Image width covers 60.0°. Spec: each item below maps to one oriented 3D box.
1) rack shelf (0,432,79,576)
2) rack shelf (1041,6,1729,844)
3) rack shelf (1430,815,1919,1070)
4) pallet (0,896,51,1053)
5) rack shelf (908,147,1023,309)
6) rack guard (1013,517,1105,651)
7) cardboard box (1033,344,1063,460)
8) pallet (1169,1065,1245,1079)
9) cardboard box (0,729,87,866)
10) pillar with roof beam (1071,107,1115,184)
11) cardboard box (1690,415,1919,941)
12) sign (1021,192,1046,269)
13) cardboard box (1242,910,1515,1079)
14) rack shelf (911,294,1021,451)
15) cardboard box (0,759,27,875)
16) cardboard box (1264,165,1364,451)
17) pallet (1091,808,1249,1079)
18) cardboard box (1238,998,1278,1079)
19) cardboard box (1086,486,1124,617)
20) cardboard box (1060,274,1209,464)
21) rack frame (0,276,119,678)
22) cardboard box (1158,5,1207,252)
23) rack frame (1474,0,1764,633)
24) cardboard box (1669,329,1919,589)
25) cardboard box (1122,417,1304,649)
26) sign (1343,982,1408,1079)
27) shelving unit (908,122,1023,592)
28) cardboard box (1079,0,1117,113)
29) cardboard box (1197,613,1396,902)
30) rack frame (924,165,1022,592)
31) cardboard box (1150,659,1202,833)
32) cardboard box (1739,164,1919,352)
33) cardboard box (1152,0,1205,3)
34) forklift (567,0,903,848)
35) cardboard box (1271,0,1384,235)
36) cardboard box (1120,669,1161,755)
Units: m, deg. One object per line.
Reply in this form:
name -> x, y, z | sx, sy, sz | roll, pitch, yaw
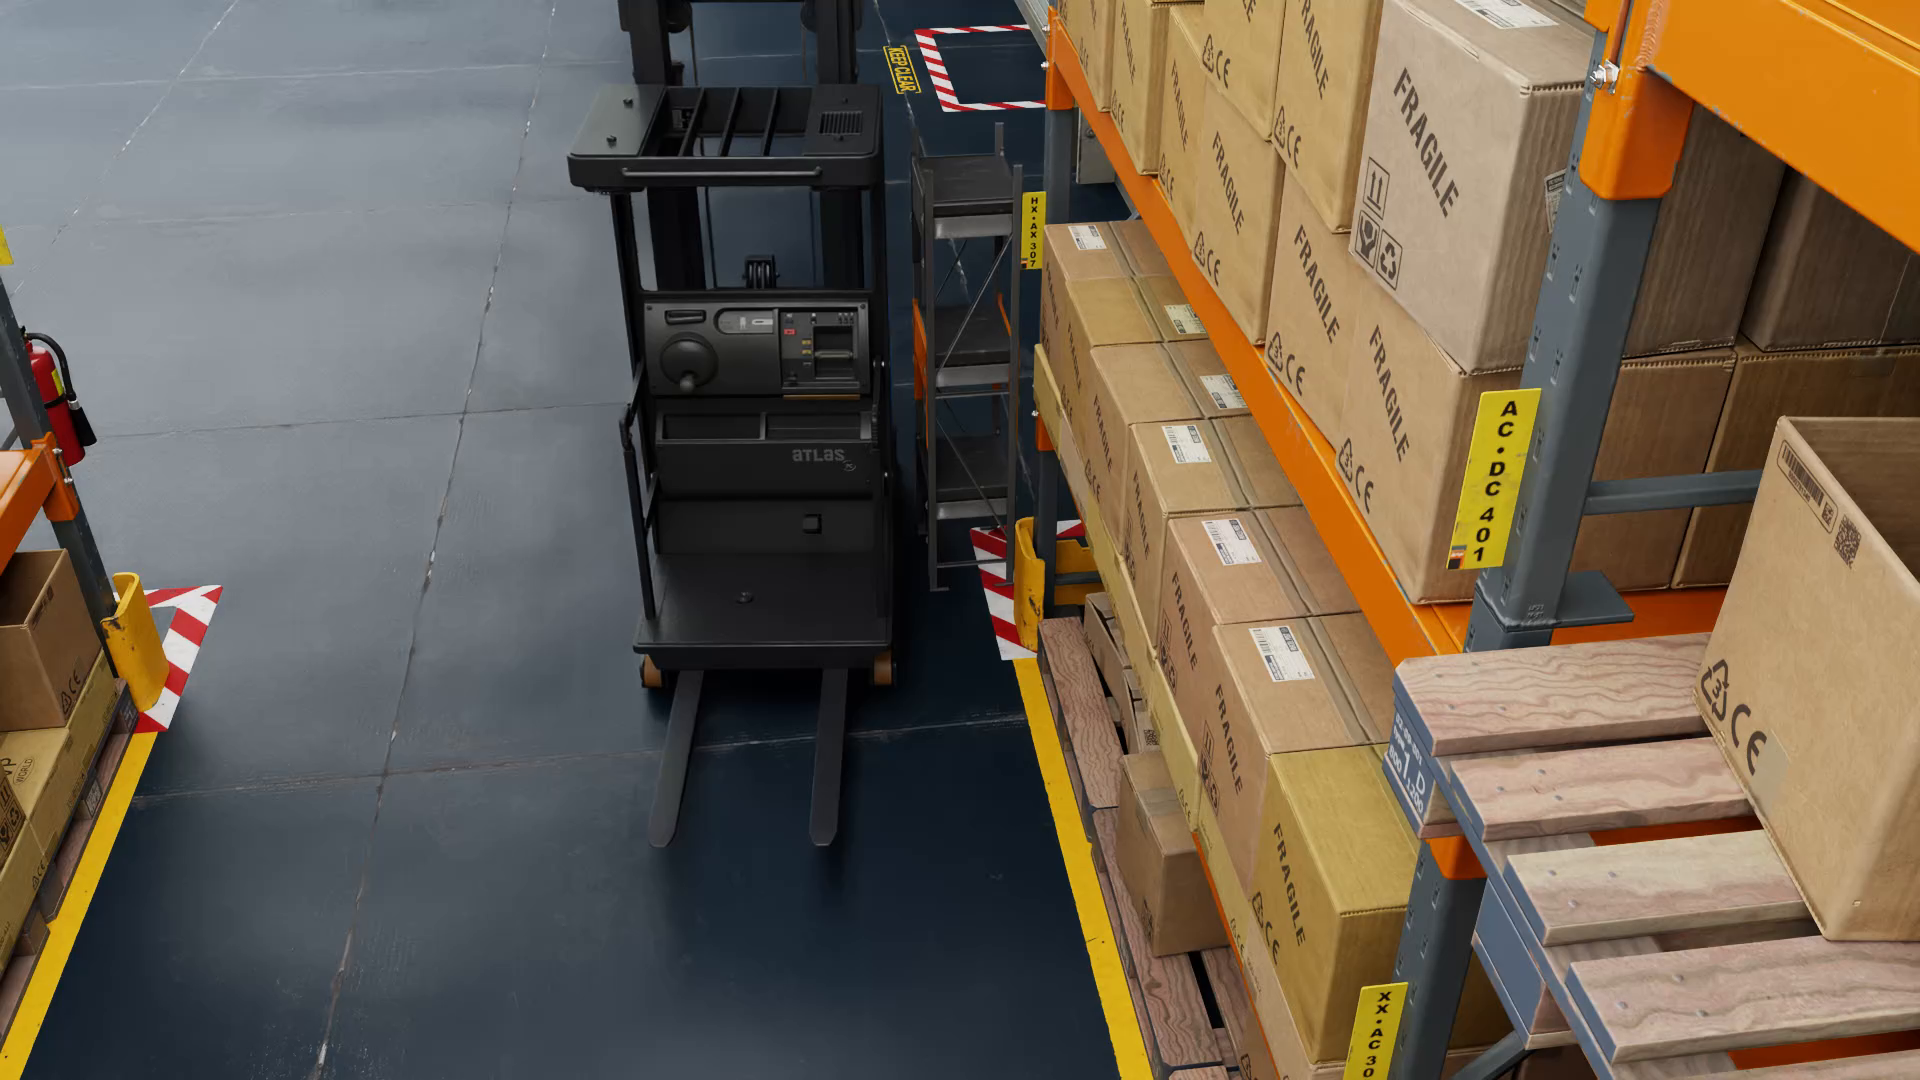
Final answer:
rack shelf -> -3.806, 0.876, 4.940 | 1.077, 0.370, 4.000 | -4, 35, -6
rack shelf -> 1.102, -0.741, 4.649 | 1.077, 0.370, 4.000 | -4, 35, -6
rack shelf -> 1.640, 1.491, 1.373 | 1.077, 0.370, 4.000 | -4, 35, -6
pallet -> -3.770, 1.718, 5.542 | 1.003, 0.211, 1.213 | -4, 35, -6
rack shelf -> 0.022, -1.343, 7.137 | 0.431, 0.518, 0.480 | -4, 35, -6
rack guard -> 0.843, 0.161, 7.570 | 1.175, 0.500, 0.348 | -4, 35, -6
cardboard box -> 0.584, -0.565, 6.530 | 0.500, 0.250, 0.500 | -5, 35, -8
pallet -> 1.246, 2.098, 4.984 | 1.003, 0.211, 1.213 | -4, 35, -6
cardboard box -> -3.631, 0.980, 6.217 | 0.500, 0.250, 0.500 | -4, 35, -6
pillar with roof beam -> -3.288, -6.091, 9.197 | 9.100, 9.000, 0.400 | -4, 35, -6
cardboard box -> 1.365, 0.174, 2.205 | 0.500, 0.500, 0.500 | 0, 34, 0
sign -> 0.295, -1.231, 6.624 | 0.100, 0.325, 0.005 | -4, 35, -6
cardboard box -> 1.007, 1.130, 4.044 | 0.500, 0.250, 0.500 | -4, 35, -6
rack shelf -> 0.022, -0.764, 7.531 | 0.431, 0.518, 0.480 | -4, 35, -6
cardboard box -> -3.559, 0.949, 5.597 | 0.500, 0.500, 0.500 | -4, 35, -6
cardboard box -> 1.003, -0.518, 3.576 | 0.500, 0.500, 0.500 | -7, 35, -10
pallet -> 1.078, 1.415, 5.986 | 1.003, 0.211, 1.213 | -4, 35, -6
cardboard box -> 1.192, 1.592, 5.079 | 0.500, 0.500, 0.500 | -7, 35, -10
cardboard box -> 0.731, 0.009, 5.689 | 0.500, 0.250, 0.500 | -5, 35, -7
cardboard box -> 0.656, -0.605, 5.924 | 0.500, 0.500, 0.500 | -4, 35, -6
rack frame -> -4.075, -0.537, 6.375 | 1.000, 3.000, 0.127 | -4, 35, -6
cardboard box -> 0.834, -1.109, 4.444 | 0.500, 0.500, 0.500 | -2, 34, -3
rack frame -> 1.371, -1.162, 1.964 | 1.000, 3.000, 0.127 | -4, 35, -6
cardboard box -> 1.555, -0.264, 3.204 | 0.500, 0.500, 0.500 | -3, 34, -5
cardboard box -> 0.800, -0.029, 5.079 | 0.500, 0.500, 0.500 | -3, 34, -5
sign -> 0.834, 1.005, 3.343 | 0.100, 0.325, 0.005 | -4, 35, -6
shelving unit -> 0.022, -0.775, 7.523 | 0.431, 2.100, 0.503 | -4, 35, -6
cardboard box -> 0.667, -1.696, 5.305 | 0.500, 0.500, 0.500 | -2, 34, -3
cardboard box -> 0.928, 0.543, 4.239 | 0.500, 0.500, 0.500 | -5, 35, -7
rack frame -> 0.055, -0.639, 7.323 | 0.400, 2.100, 0.015 | -4, 35, -6
cardboard box -> 0.865, 0.572, 4.863 | 0.500, 0.250, 0.500 | -5, 35, -7
cardboard box -> 1.588, -0.680, 2.926 | 0.500, 0.500, 0.500 | -4, 34, -5
cardboard box -> 0.742, -1.815, 4.591 | 0.500, 0.500, 0.500 | -3, 34, -5
forklift -> -0.836, -0.741, 6.734 | 1.130, 2.935, 3.031 | 0, 34, -1
cardboard box -> 0.950, -0.951, 3.323 | 0.500, 0.500, 0.500 | -3, 34, -4
cardboard box -> 0.914, 0.726, 6.518 | 0.500, 0.311, 0.500 | -2, 34, -2
